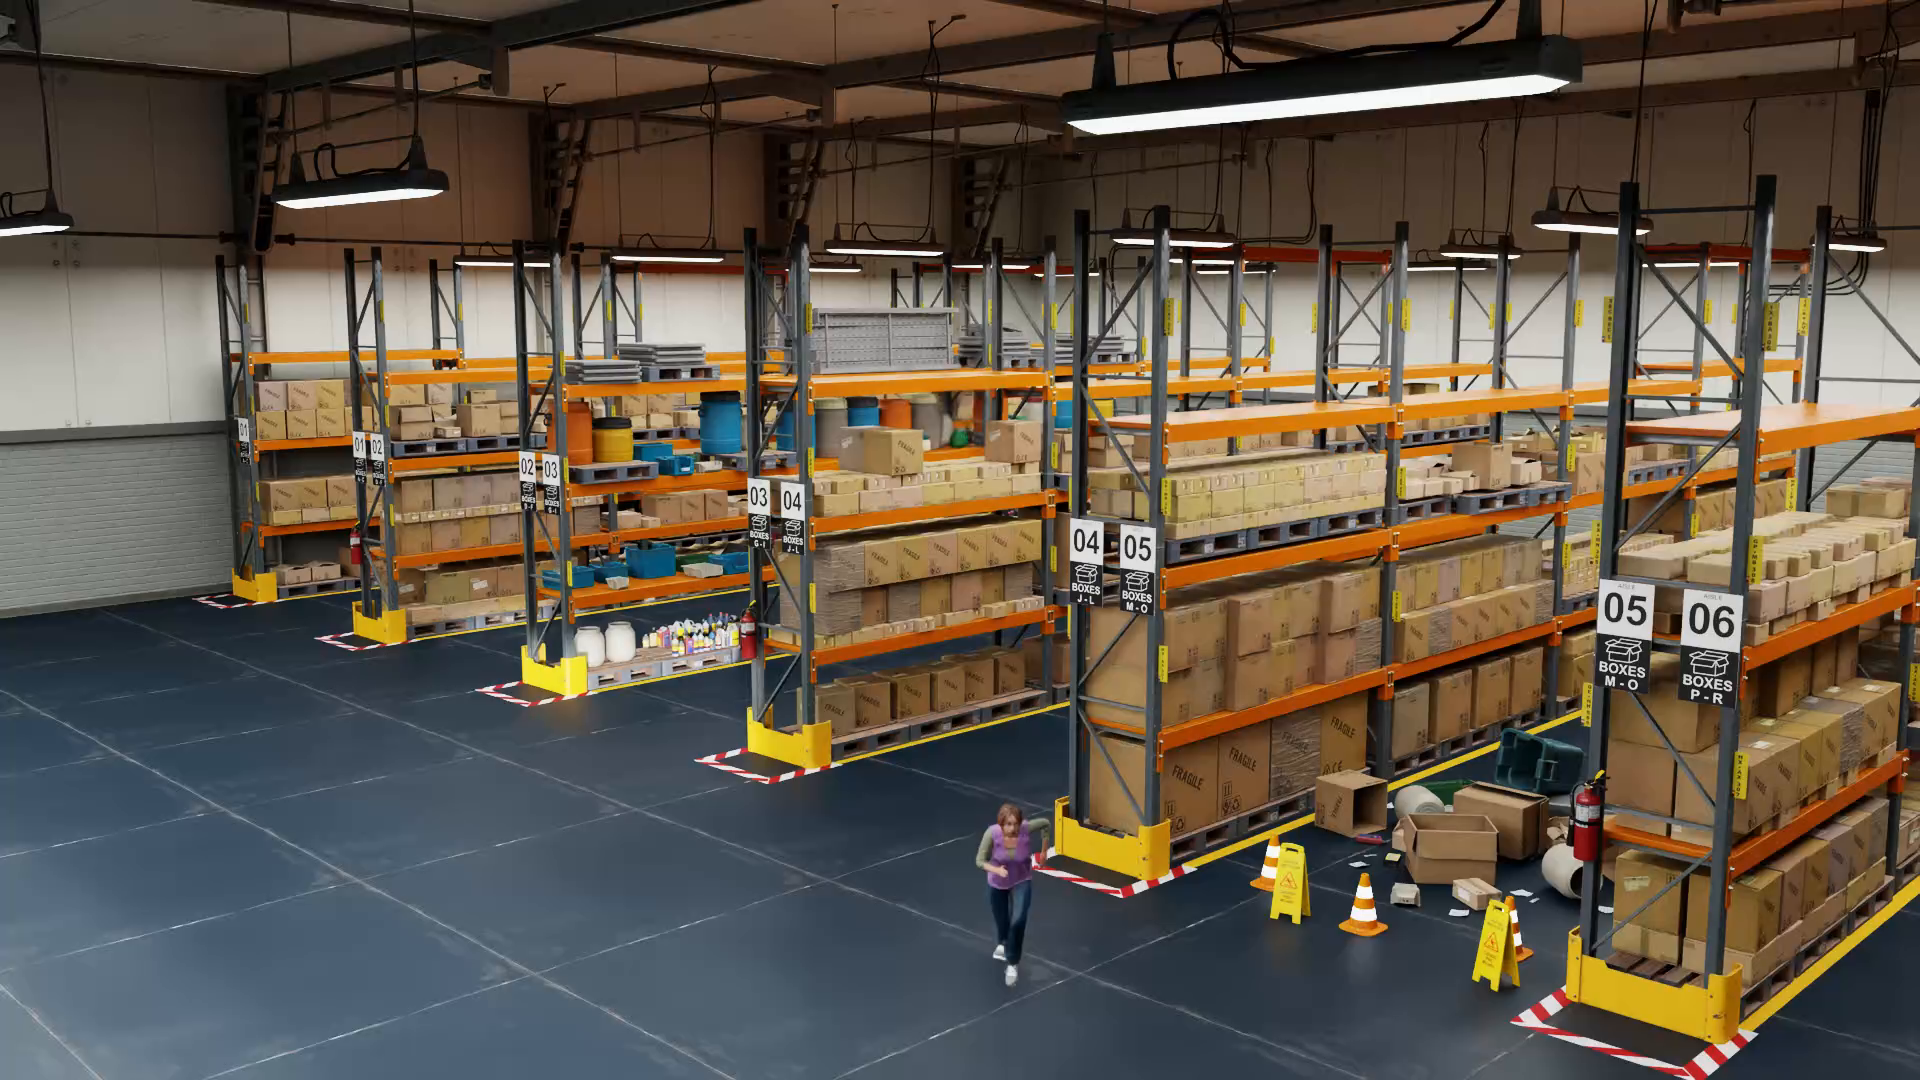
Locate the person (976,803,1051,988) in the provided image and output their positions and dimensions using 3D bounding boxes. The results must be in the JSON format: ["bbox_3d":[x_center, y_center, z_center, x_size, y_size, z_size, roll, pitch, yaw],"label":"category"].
[{"bbox_3d":[0.405,2.659,12.715,0.578,1.500,0.906,0,8,-1],"label":"person"}]
